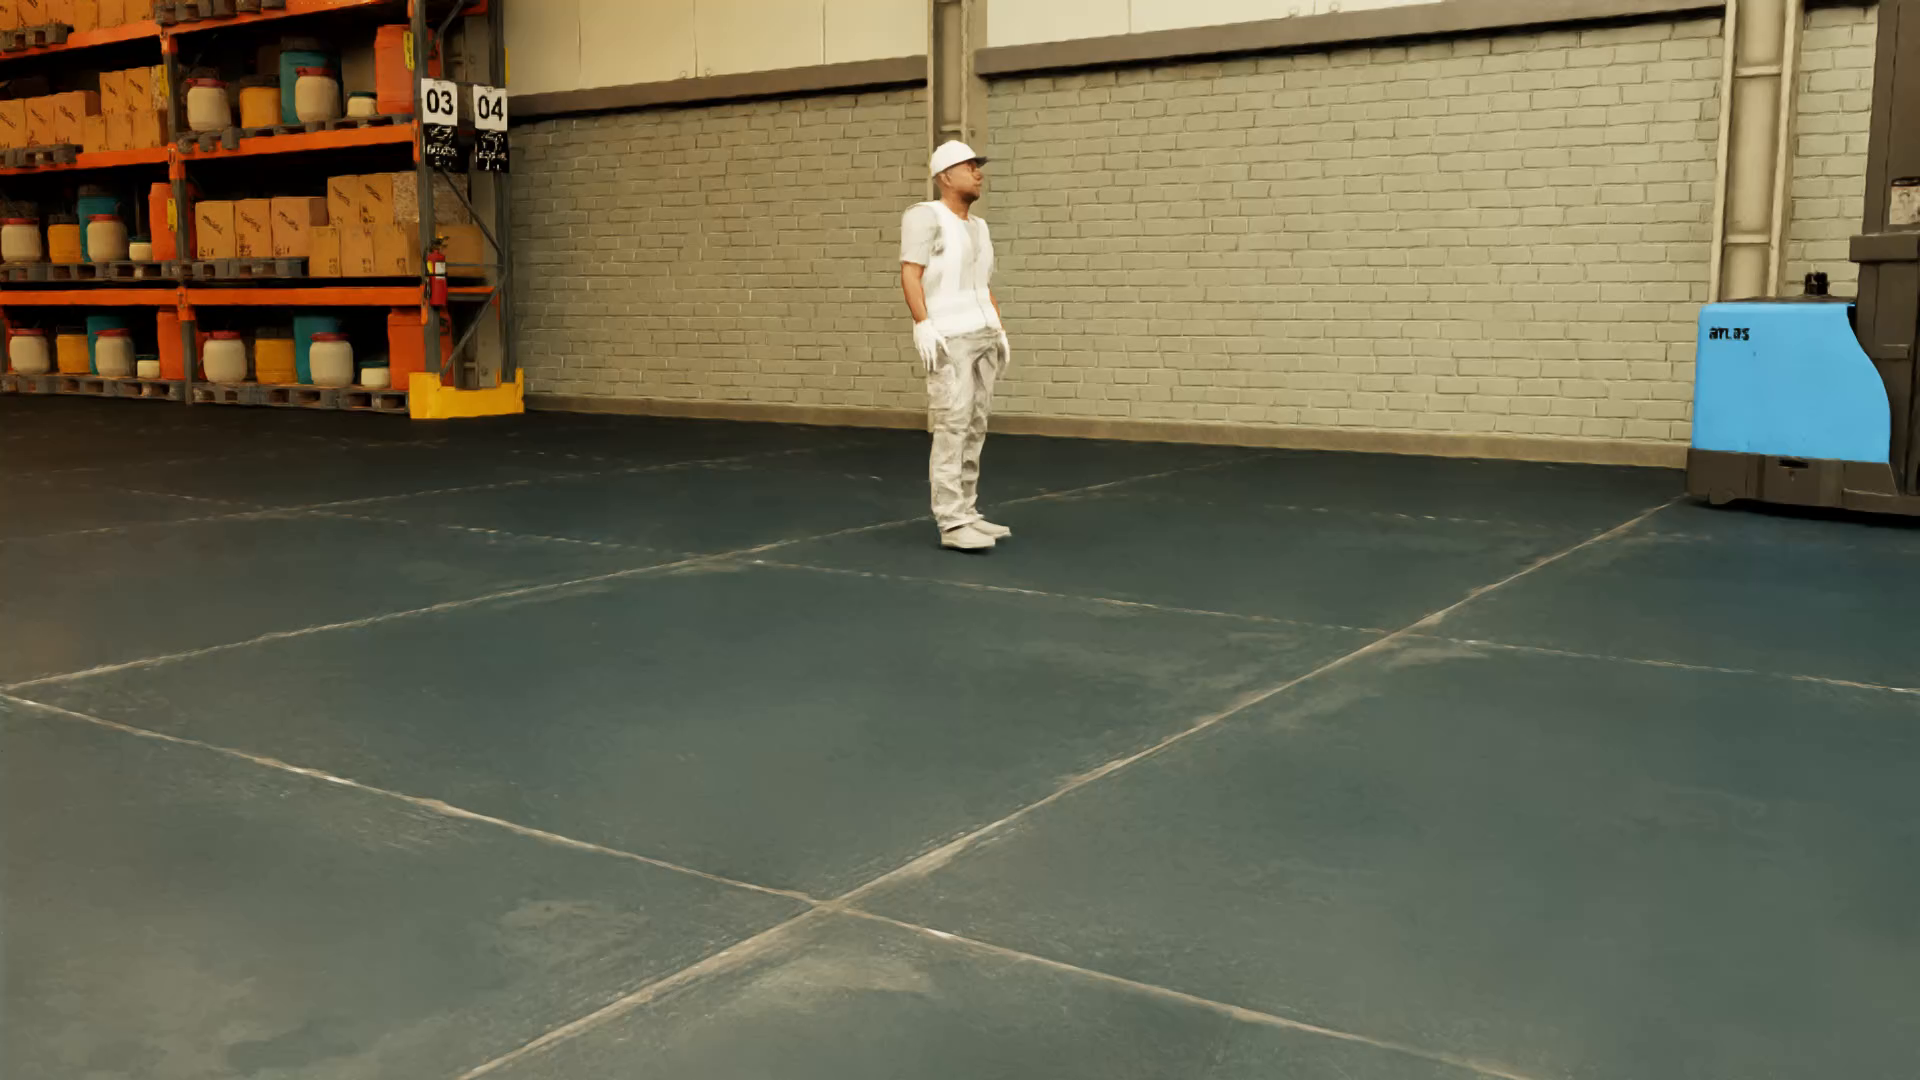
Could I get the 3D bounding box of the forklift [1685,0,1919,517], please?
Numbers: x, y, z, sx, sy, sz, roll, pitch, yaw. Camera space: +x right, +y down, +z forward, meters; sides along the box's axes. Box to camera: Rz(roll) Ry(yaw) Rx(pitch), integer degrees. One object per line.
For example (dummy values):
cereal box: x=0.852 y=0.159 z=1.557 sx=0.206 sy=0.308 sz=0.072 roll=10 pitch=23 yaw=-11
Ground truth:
forklift: x=5.141 y=-1.505 z=7.776 sx=1.130 sy=2.935 sz=3.031 roll=-6 pitch=10 yaw=-36

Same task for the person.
person: x=0.055 y=-0.880 z=7.431 sx=0.576 sy=1.777 sz=0.655 roll=5 pitch=10 yaw=34
